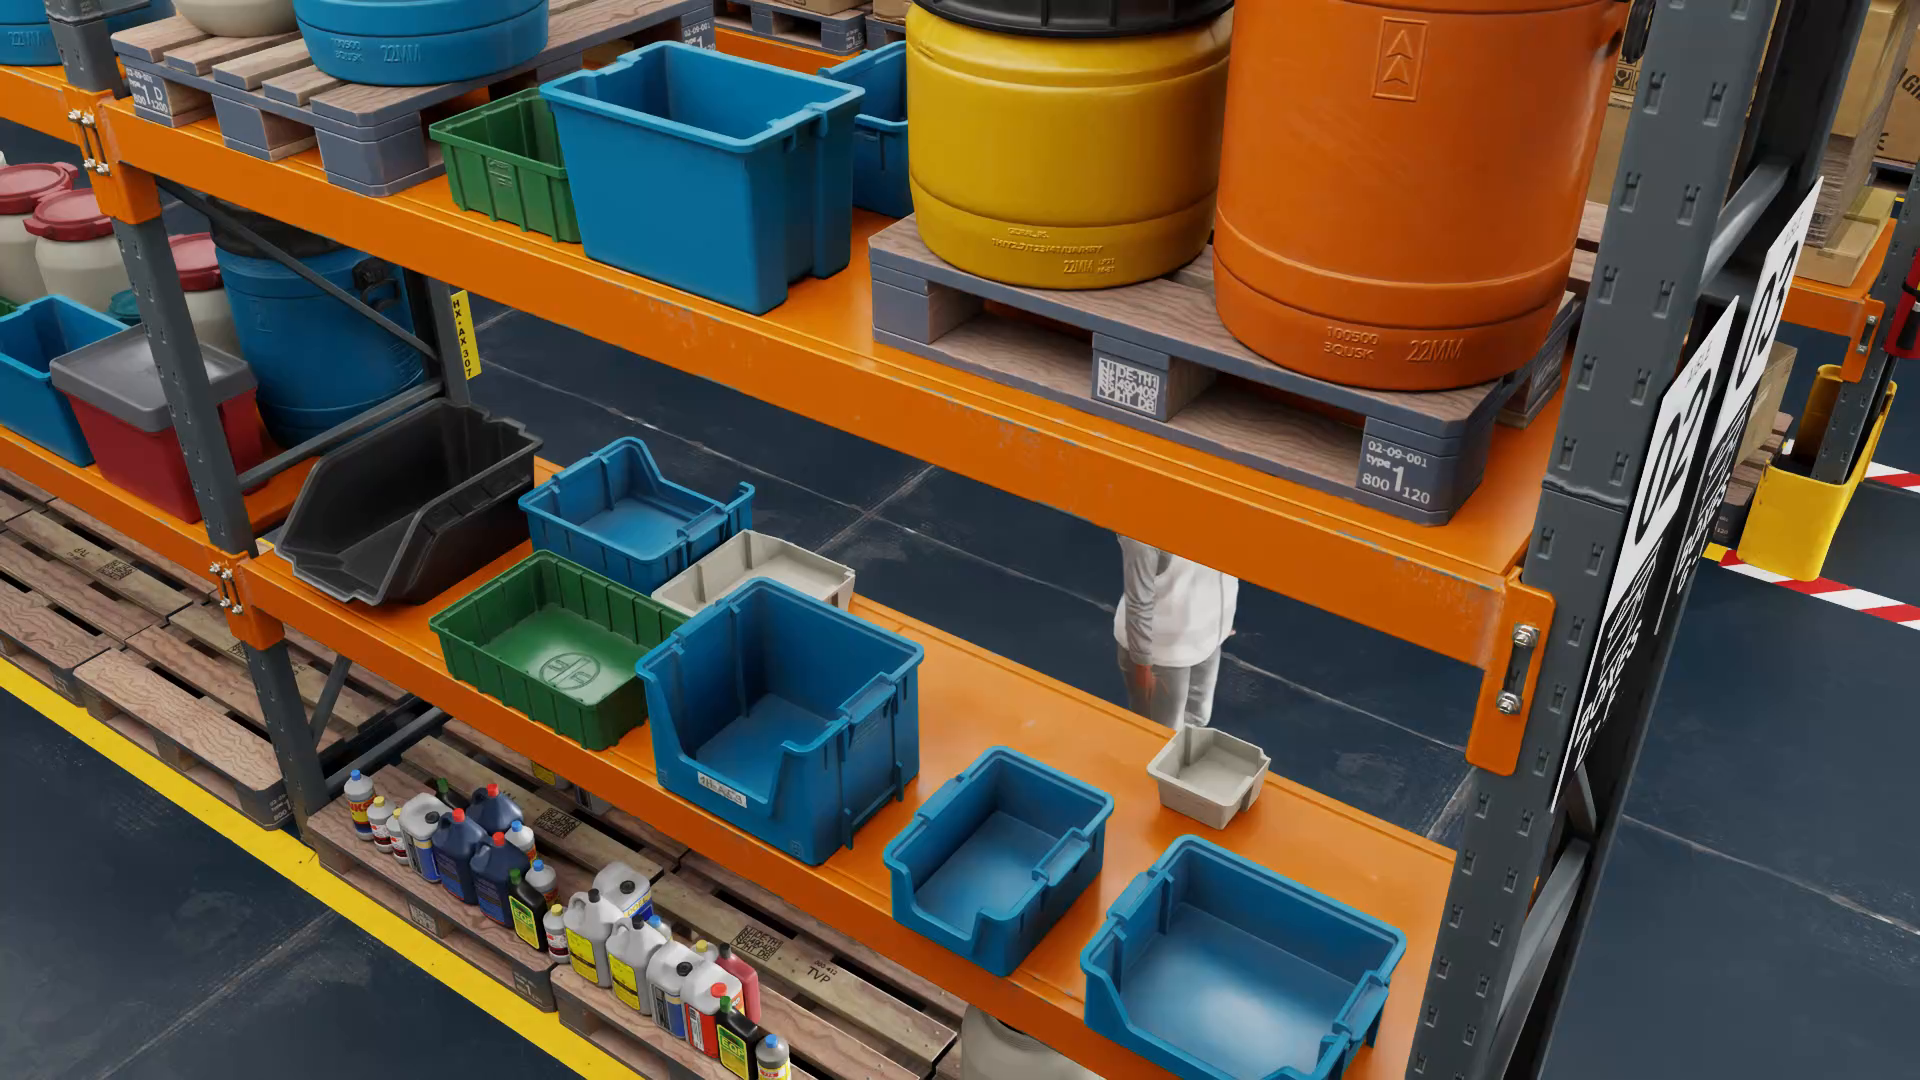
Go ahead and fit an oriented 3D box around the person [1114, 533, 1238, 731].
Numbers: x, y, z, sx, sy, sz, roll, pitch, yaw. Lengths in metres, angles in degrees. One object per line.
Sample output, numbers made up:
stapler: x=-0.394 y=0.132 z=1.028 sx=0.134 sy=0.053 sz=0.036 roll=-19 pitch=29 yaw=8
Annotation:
person: x=0.735 y=0.314 z=5.675 sx=0.359 sy=1.773 sz=0.533 roll=22 pitch=40 yaw=29
